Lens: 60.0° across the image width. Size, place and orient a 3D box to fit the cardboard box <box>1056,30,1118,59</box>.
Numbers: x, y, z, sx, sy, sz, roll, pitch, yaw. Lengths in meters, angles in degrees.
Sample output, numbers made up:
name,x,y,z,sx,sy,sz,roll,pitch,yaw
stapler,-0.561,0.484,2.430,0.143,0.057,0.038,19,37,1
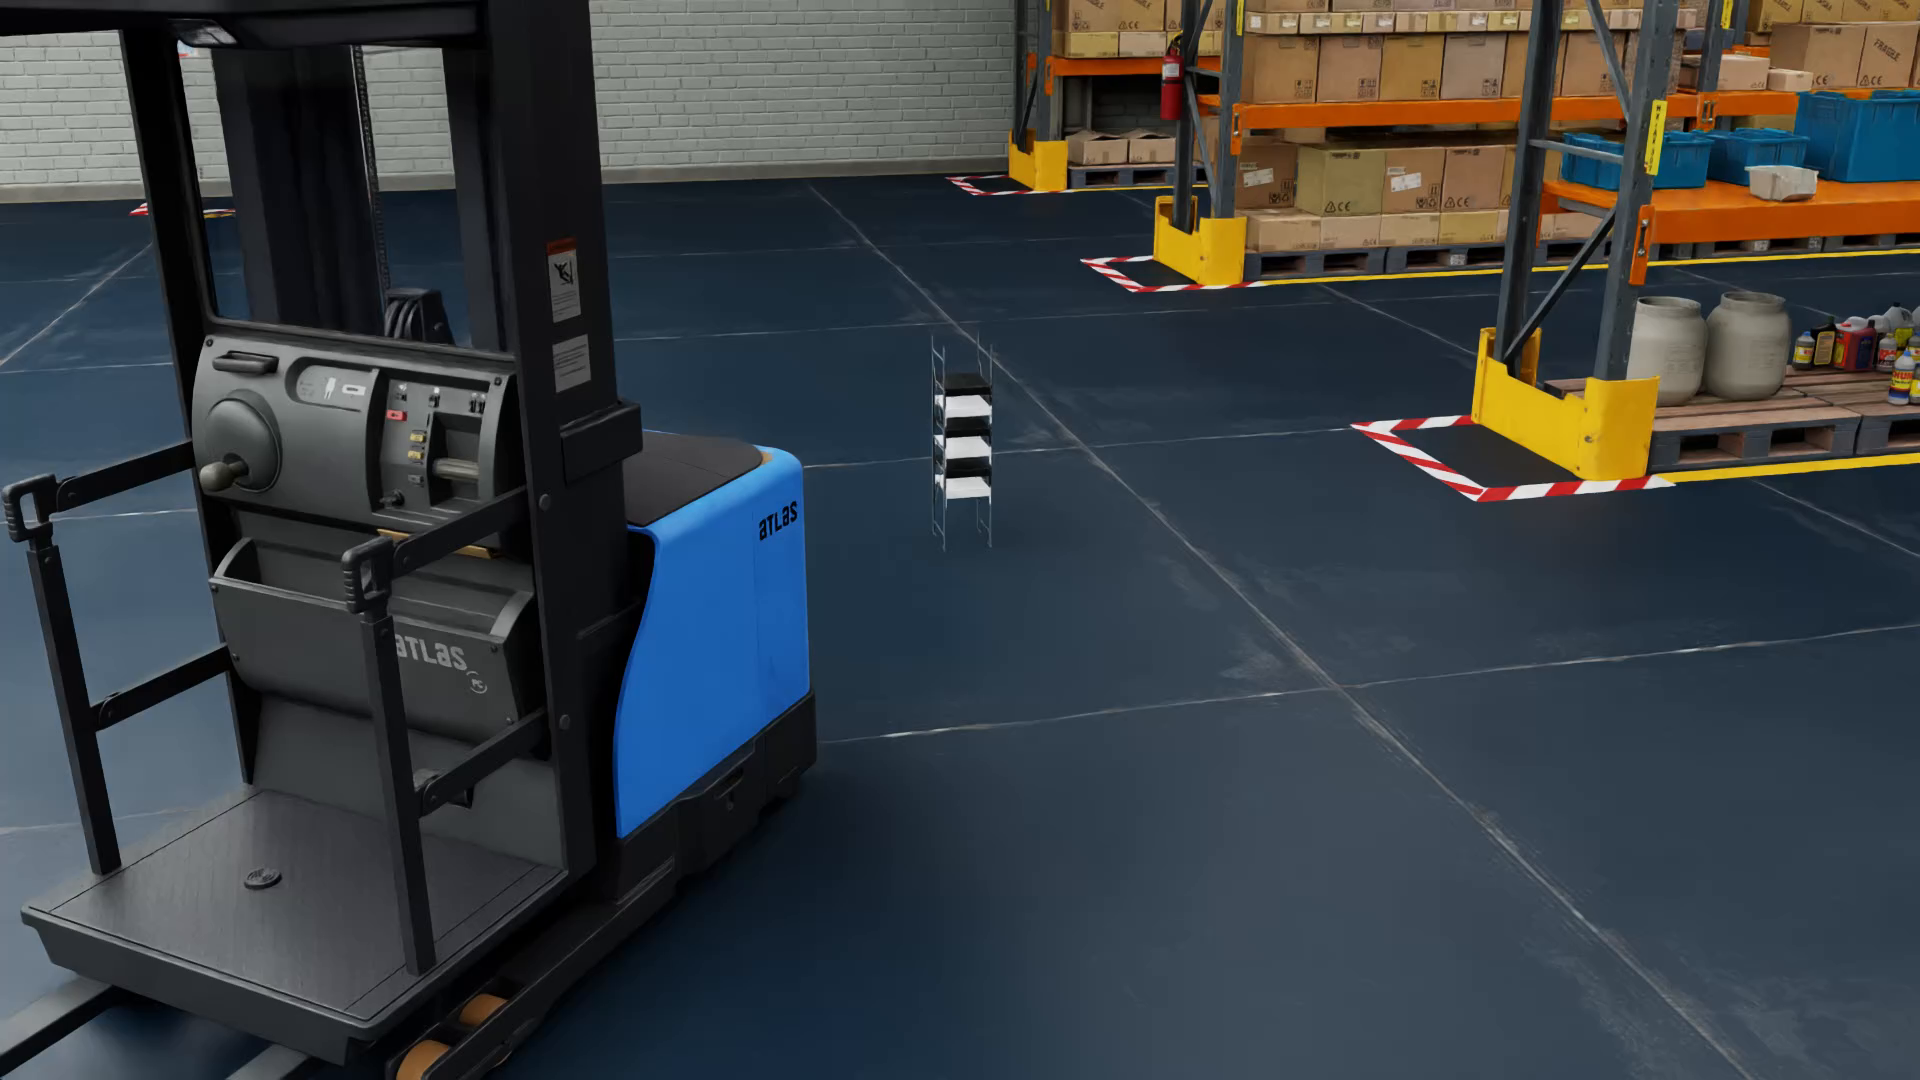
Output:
name,x,y,z,sx,sy,sz,roll,pitch,yaw
cardboard box,1.293,-5.064,16.967,0.500,0.250,0.500,-5,21,-14

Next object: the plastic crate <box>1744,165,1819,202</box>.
name,x,y,z,sx,sy,sz,roll,pitch,yaw
plastic crate,3.970,-1.716,8.021,0.250,0.136,0.298,-5,21,-12

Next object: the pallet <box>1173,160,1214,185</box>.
name,x,y,z,sx,sy,sz,roll,pitch,yaw
pallet,2.803,-4.037,18.029,1.213,0.211,1.003,-5,21,-12

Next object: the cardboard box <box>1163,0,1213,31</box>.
name,x,y,z,sx,sy,sz,roll,pitch,yaw
cardboard box,2.266,-5.496,17.055,0.500,0.500,0.500,-5,21,-14

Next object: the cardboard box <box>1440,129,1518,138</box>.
name,x,y,z,sx,sy,sz,roll,pitch,yaw
cardboard box,4.285,-3.099,13.709,0.500,0.500,0.500,-5,21,-12

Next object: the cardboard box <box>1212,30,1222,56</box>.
name,x,y,z,sx,sy,sz,roll,pitch,yaw
cardboard box,2.785,-5.188,17.304,0.500,0.250,0.500,-4,21,-12

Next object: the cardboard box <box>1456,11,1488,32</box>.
name,x,y,z,sx,sy,sz,roll,pitch,yaw
cardboard box,3.816,-3.967,12.694,0.250,0.149,0.380,-4,21,-12

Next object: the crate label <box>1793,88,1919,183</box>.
name,x,y,z,sx,sy,sz,roll,pitch,yaw
crate label,4.754,-2.129,8.715,0.616,0.435,0.502,-5,21,-12

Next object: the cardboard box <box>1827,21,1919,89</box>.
name,x,y,z,sx,sy,sz,roll,pitch,yaw
cardboard box,7.532,-4.035,13.824,0.500,0.500,0.500,-5,21,-12

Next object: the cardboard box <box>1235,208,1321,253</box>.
name,x,y,z,sx,sy,sz,roll,pitch,yaw
cardboard box,2.462,-2.409,12.917,0.500,0.250,0.500,-5,21,-12

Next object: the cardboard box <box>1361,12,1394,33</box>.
name,x,y,z,sx,sy,sz,roll,pitch,yaw
cardboard box,3.065,-3.906,12.528,0.250,0.149,0.380,-5,21,-13

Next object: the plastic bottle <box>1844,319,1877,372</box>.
name,x,y,z,sx,sy,sz,roll,pitch,yaw
plastic bottle,4.988,-1.075,9.198,0.133,0.283,0.061,-5,21,-12

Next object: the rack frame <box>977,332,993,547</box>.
name,x,y,z,sx,sy,sz,roll,pitch,yaw
rack frame,0.107,-0.431,7.184,0.006,0.900,0.240,-5,21,-12

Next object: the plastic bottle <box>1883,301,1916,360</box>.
name,x,y,z,sx,sy,sz,roll,pitch,yaw
plastic bottle,5.258,-1.168,9.353,0.185,0.351,0.144,-4,20,-10

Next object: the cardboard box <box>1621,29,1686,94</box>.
name,x,y,z,sx,sy,sz,roll,pitch,yaw
cardboard box,5.351,-3.861,13.349,0.500,0.500,0.700,-5,21,-14

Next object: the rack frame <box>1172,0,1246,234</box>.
name,x,y,z,sx,sy,sz,roll,pitch,yaw
rack frame,1.889,-3.535,12.604,0.127,3.000,1.000,-5,21,-12

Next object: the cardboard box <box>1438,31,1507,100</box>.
name,x,y,z,sx,sy,sz,roll,pitch,yaw
cardboard box,3.852,-3.738,13.013,0.500,0.500,0.700,-4,21,-11

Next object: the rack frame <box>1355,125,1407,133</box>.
name,x,y,z,sx,sy,sz,roll,pitch,yaw
rack frame,4.638,-5.509,17.994,0.127,3.000,1.000,-5,21,-12

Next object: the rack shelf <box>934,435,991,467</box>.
name,x,y,z,sx,sy,sz,roll,pitch,yaw
rack shelf,0.008,-0.392,7.173,0.200,0.077,0.258,-5,21,-12

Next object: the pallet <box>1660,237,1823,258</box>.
name,x,y,z,sx,sy,sz,roll,pitch,yaw
pallet,6.489,-2.614,14.143,1.213,0.211,1.003,-5,21,-12

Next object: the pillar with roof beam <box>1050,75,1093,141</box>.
name,x,y,z,sx,sy,sz,roll,pitch,yaw
pillar with roof beam,2.218,-6.914,13.106,0.400,9.000,9.100,-5,21,-12

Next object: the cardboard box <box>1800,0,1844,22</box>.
name,x,y,z,sx,sy,sz,roll,pitch,yaw
cardboard box,9.574,-6.013,18.762,0.500,0.500,0.500,-4,20,-11

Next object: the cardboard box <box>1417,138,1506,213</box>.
name,x,y,z,sx,sy,sz,roll,pitch,yaw
cardboard box,3.922,-2.879,13.110,0.500,0.500,0.500,-5,21,-12

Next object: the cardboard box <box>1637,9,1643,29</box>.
name,x,y,z,sx,sy,sz,roll,pitch,yaw
cardboard box,5.325,-4.091,13.033,0.250,0.149,0.380,-5,21,-14

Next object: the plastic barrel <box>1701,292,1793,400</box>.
name,x,y,z,sx,sy,sz,roll,pitch,yaw
plastic barrel,4.135,-1.023,8.753,0.421,0.512,0.421,0,20,0

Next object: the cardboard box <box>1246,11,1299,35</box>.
name,x,y,z,sx,sy,sz,roll,pitch,yaw
cardboard box,2.320,-3.845,12.363,0.250,0.149,0.380,-5,21,-13

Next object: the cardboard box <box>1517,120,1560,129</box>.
name,x,y,z,sx,sy,sz,roll,pitch,yaw
cardboard box,6.347,-4.691,18.753,0.500,0.500,0.700,-4,21,-12

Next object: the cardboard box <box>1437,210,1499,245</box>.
name,x,y,z,sx,sy,sz,roll,pitch,yaw
cardboard box,3.922,-2.527,13.240,0.500,0.250,0.500,-5,21,-12

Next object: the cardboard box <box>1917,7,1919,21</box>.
name,x,y,z,sx,sy,sz,roll,pitch,yaw
cardboard box,11.047,-6.137,19.101,0.500,0.500,0.500,-5,21,-12

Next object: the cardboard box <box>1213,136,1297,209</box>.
name,x,y,z,sx,sy,sz,roll,pitch,yaw
cardboard box,2.342,-2.935,13.263,0.500,0.500,0.500,-5,21,-12

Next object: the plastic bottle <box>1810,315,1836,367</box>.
name,x,y,z,sx,sy,sz,roll,pitch,yaw
plastic bottle,4.821,-1.115,9.308,0.133,0.283,0.061,-4,21,-11

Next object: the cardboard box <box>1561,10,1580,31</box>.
name,x,y,z,sx,sy,sz,roll,pitch,yaw
cardboard box,4.575,-4.030,12.867,0.250,0.149,0.380,-5,21,-13

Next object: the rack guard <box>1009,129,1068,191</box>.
name,x,y,z,sx,sy,sz,roll,pitch,yaw
rack guard,0.819,-4.025,17.576,0.348,0.500,1.175,-5,21,-12

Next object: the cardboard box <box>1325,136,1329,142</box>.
name,x,y,z,sx,sy,sz,roll,pitch,yaw
cardboard box,4.124,-4.333,18.263,0.250,0.166,0.380,-7,21,-20

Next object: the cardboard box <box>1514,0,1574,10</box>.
name,x,y,z,sx,sy,sz,roll,pitch,yaw
cardboard box,4.372,-4.391,12.908,0.500,0.500,0.700,-5,21,-12

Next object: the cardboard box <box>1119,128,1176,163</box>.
name,x,y,z,sx,sy,sz,roll,pitch,yaw
cardboard box,1.994,-4.207,17.707,0.500,0.311,0.500,-3,20,-8

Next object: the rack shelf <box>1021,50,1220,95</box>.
name,x,y,z,sx,sy,sz,roll,pitch,yaw
rack shelf,2.691,-5.013,17.685,4.000,0.370,1.077,-5,21,-12

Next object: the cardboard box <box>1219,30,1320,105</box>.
name,x,y,z,sx,sy,sz,roll,pitch,yaw
cardboard box,2.346,-3.615,12.676,0.500,0.500,0.700,-5,21,-12

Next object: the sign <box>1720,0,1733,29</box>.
name,x,y,z,sx,sy,sz,roll,pitch,yaw
sign,5.910,-4.110,12.799,0.005,0.325,0.100,-5,21,-12

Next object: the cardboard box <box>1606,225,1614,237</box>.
name,x,y,z,sx,sy,sz,roll,pitch,yaw
cardboard box,5.380,-2.648,13.569,0.500,0.250,0.500,-5,21,-12

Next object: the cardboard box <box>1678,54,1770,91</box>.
name,x,y,z,sx,sy,sz,roll,pitch,yaw
cardboard box,6.250,-3.835,13.640,0.500,0.250,0.500,-3,20,-9

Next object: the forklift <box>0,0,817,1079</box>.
name,x,y,z,sx,sy,sz,roll,pitch,yaw
forklift,-1.528,-0.243,3.718,1.130,2.935,3.031,9,22,23

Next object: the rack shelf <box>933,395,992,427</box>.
name,x,y,z,sx,sy,sz,roll,pitch,yaw
rack shelf,0.008,-0.561,7.111,0.200,0.077,0.258,-5,21,-12

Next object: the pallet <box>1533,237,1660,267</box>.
name,x,y,z,sx,sy,sz,roll,pitch,yaw
pallet,4.998,-2.493,13.814,1.213,0.211,1.003,-5,21,-12

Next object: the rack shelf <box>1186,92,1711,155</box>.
name,x,y,z,sx,sy,sz,roll,pitch,yaw
rack shelf,3.835,-3.355,13.160,4.000,0.370,1.077,-5,21,-12

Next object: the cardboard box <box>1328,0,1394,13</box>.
name,x,y,z,sx,sy,sz,roll,pitch,yaw
cardboard box,2.908,-4.271,12.583,0.500,0.500,0.700,-5,21,-14

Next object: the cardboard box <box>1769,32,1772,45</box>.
name,x,y,z,sx,sy,sz,roll,pitch,yaw
cardboard box,9.151,-5.683,18.804,0.250,0.149,0.380,-4,21,-12

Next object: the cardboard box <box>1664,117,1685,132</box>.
name,x,y,z,sx,sy,sz,roll,pitch,yaw
cardboard box,7.842,-4.784,19.009,0.500,0.500,0.700,-4,21,-12

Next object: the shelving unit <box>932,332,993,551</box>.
name,x,y,z,sx,sy,sz,roll,pitch,yaw
shelving unit,0.008,-0.423,7.162,0.210,0.900,0.258,-5,21,-12

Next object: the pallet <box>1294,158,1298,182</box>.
name,x,y,z,sx,sy,sz,roll,pitch,yaw
pallet,3.992,-4.135,18.296,1.213,0.211,1.003,-5,21,-12

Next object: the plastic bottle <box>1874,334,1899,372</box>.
name,x,y,z,sx,sy,sz,roll,pitch,yaw
plastic bottle,5.145,-1.043,9.229,0.097,0.201,0.097,0,20,0
